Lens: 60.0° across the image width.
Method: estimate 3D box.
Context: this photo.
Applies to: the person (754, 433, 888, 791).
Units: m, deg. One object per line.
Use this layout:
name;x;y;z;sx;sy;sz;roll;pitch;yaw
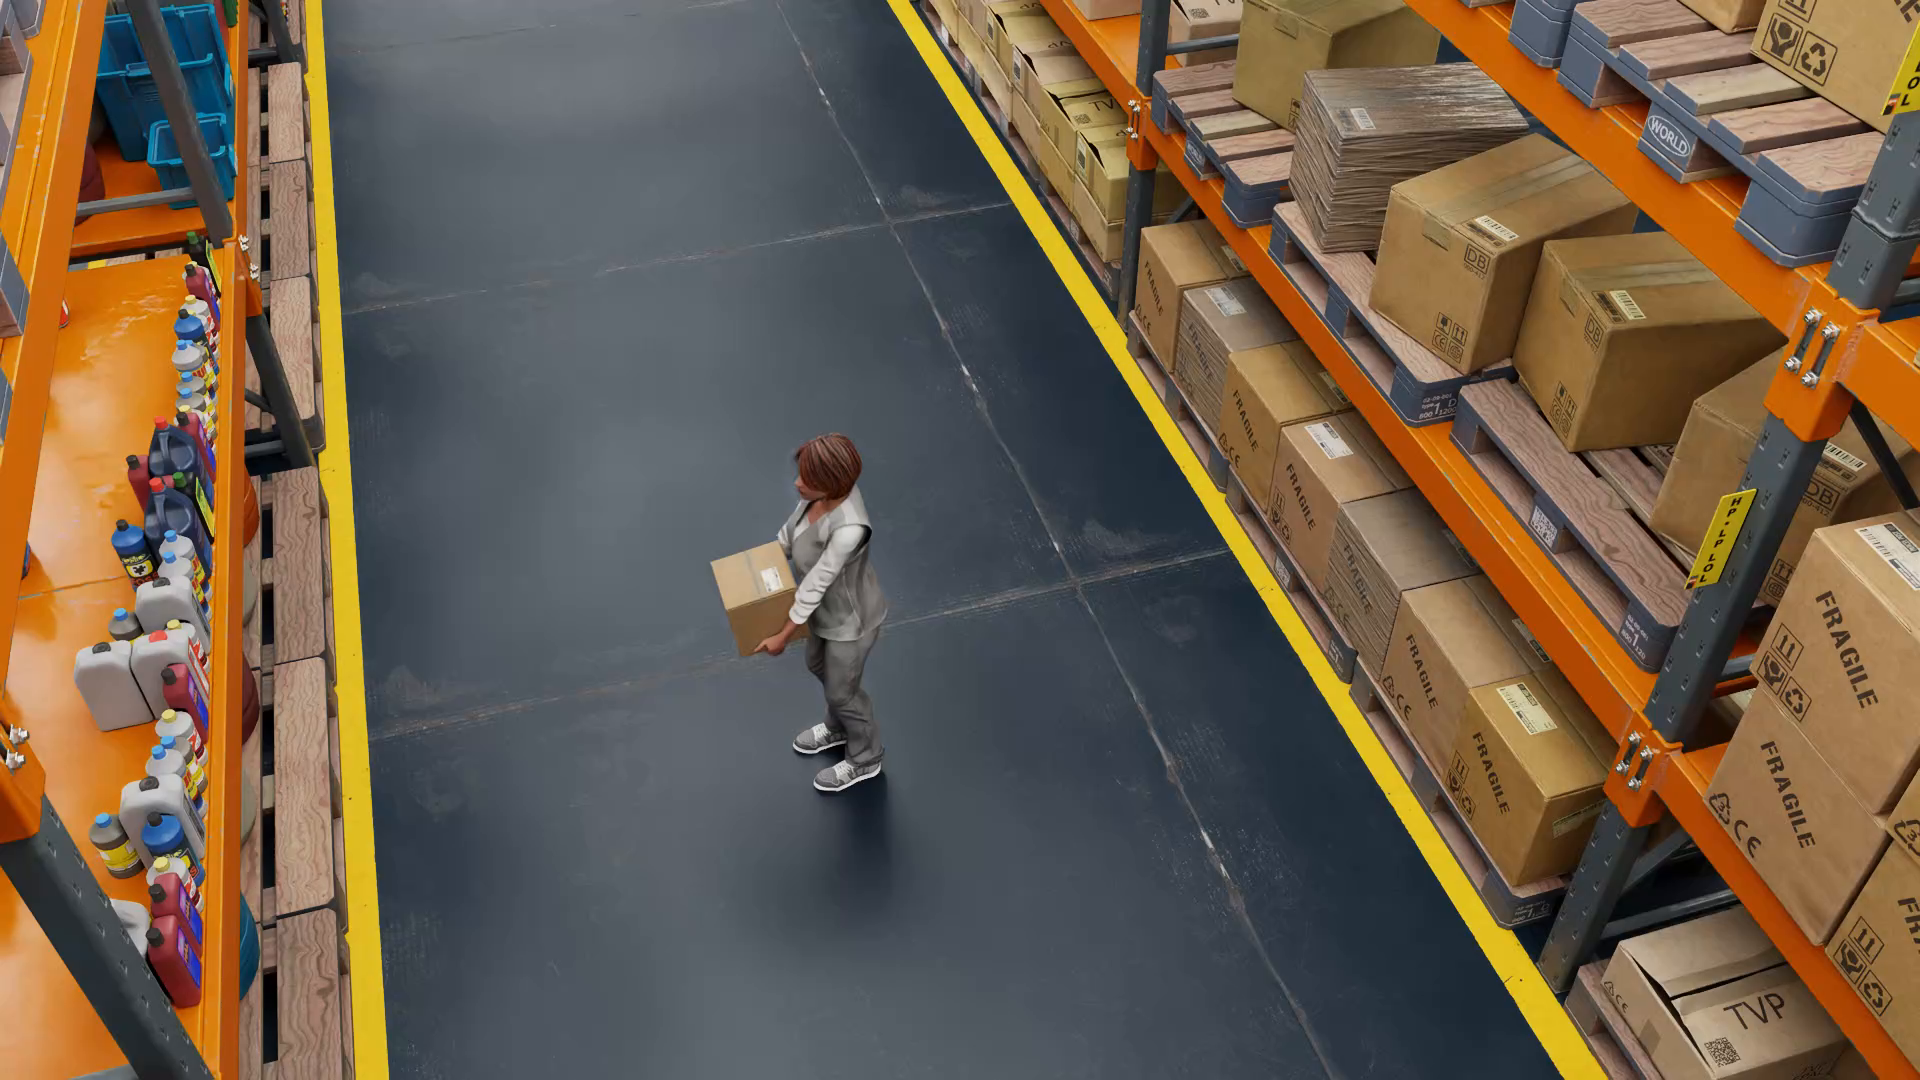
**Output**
person;-0.508;0.274;5.876;0.499;1.599;0.375;-13;44;-13
